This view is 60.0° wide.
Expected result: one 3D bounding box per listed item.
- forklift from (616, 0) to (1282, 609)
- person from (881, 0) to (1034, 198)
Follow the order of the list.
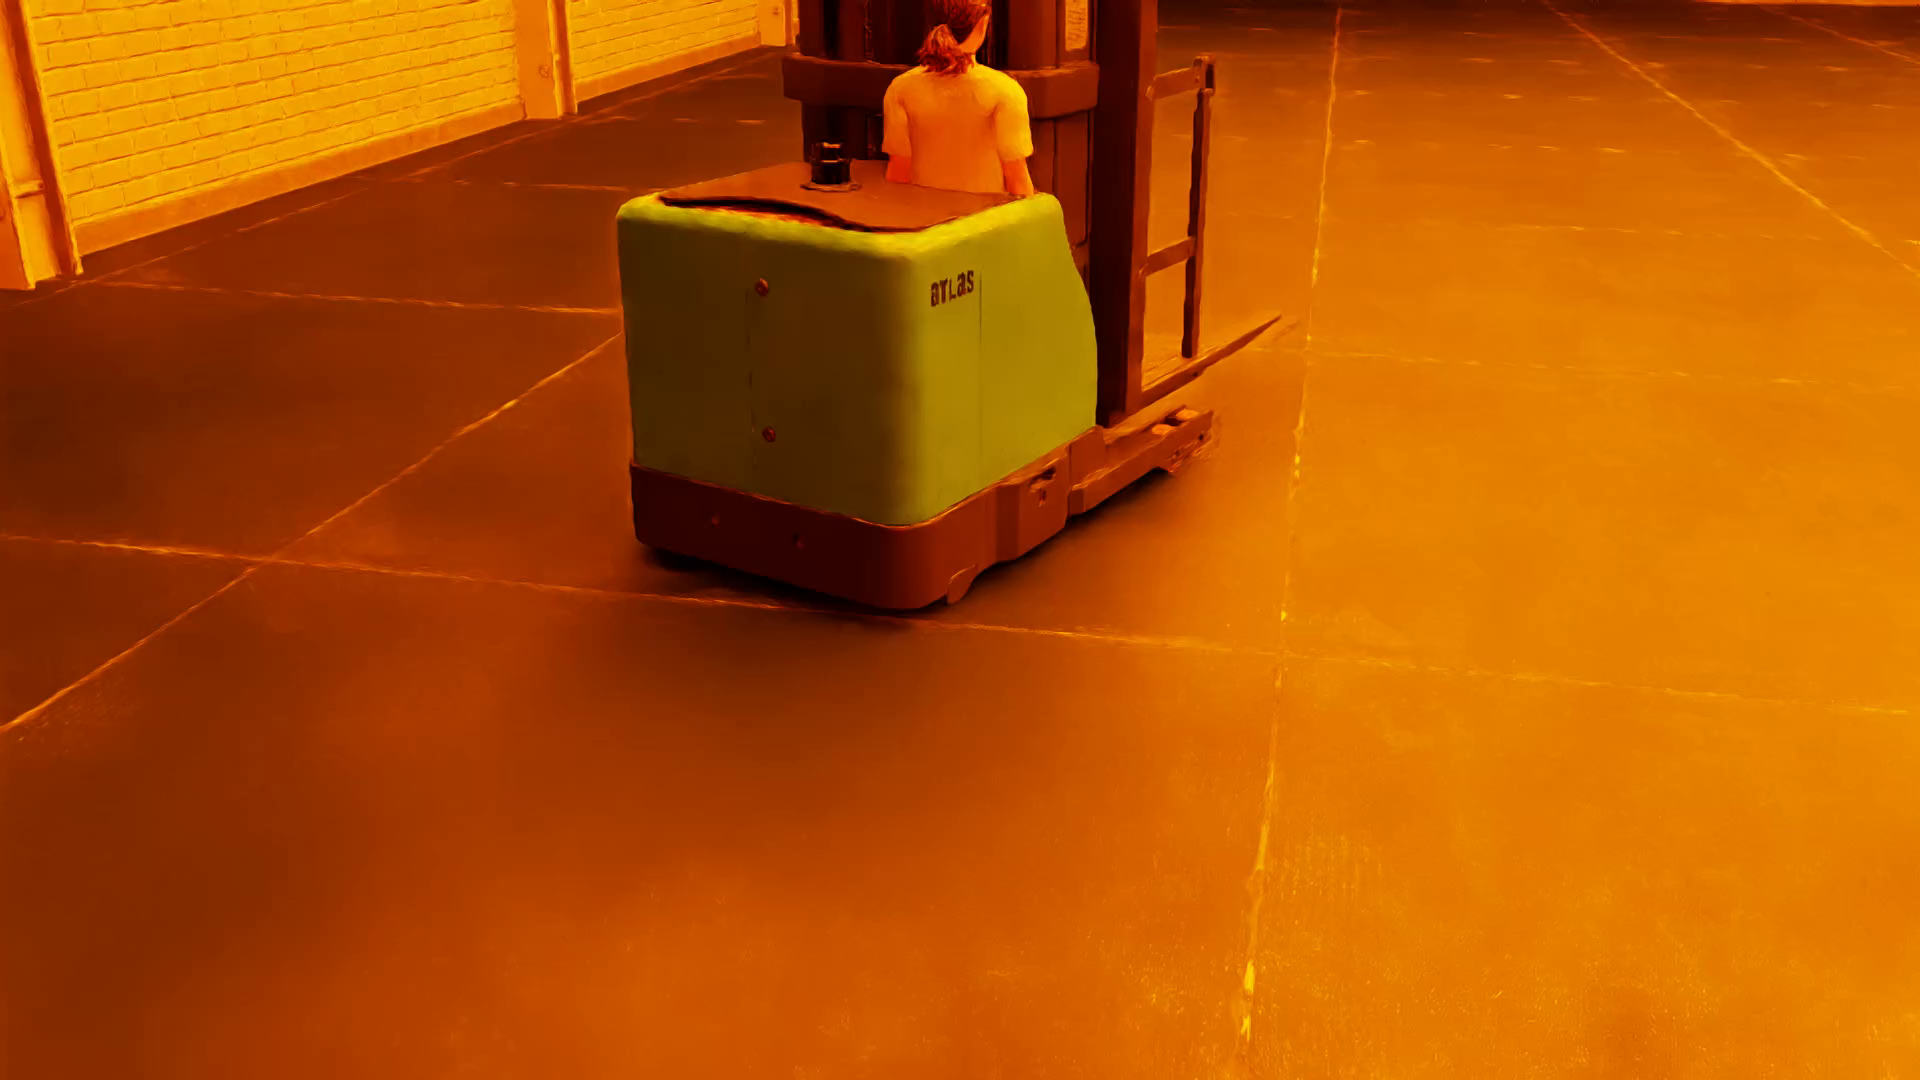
[{"bbox_3d":[0.236,-1.675,5.376,1.130,2.935,3.031,13,26,30],"label":"forklift"},{"bbox_3d":[0.013,-0.813,4.886,0.432,1.673,0.452,5,23,11],"label":"person"}]
